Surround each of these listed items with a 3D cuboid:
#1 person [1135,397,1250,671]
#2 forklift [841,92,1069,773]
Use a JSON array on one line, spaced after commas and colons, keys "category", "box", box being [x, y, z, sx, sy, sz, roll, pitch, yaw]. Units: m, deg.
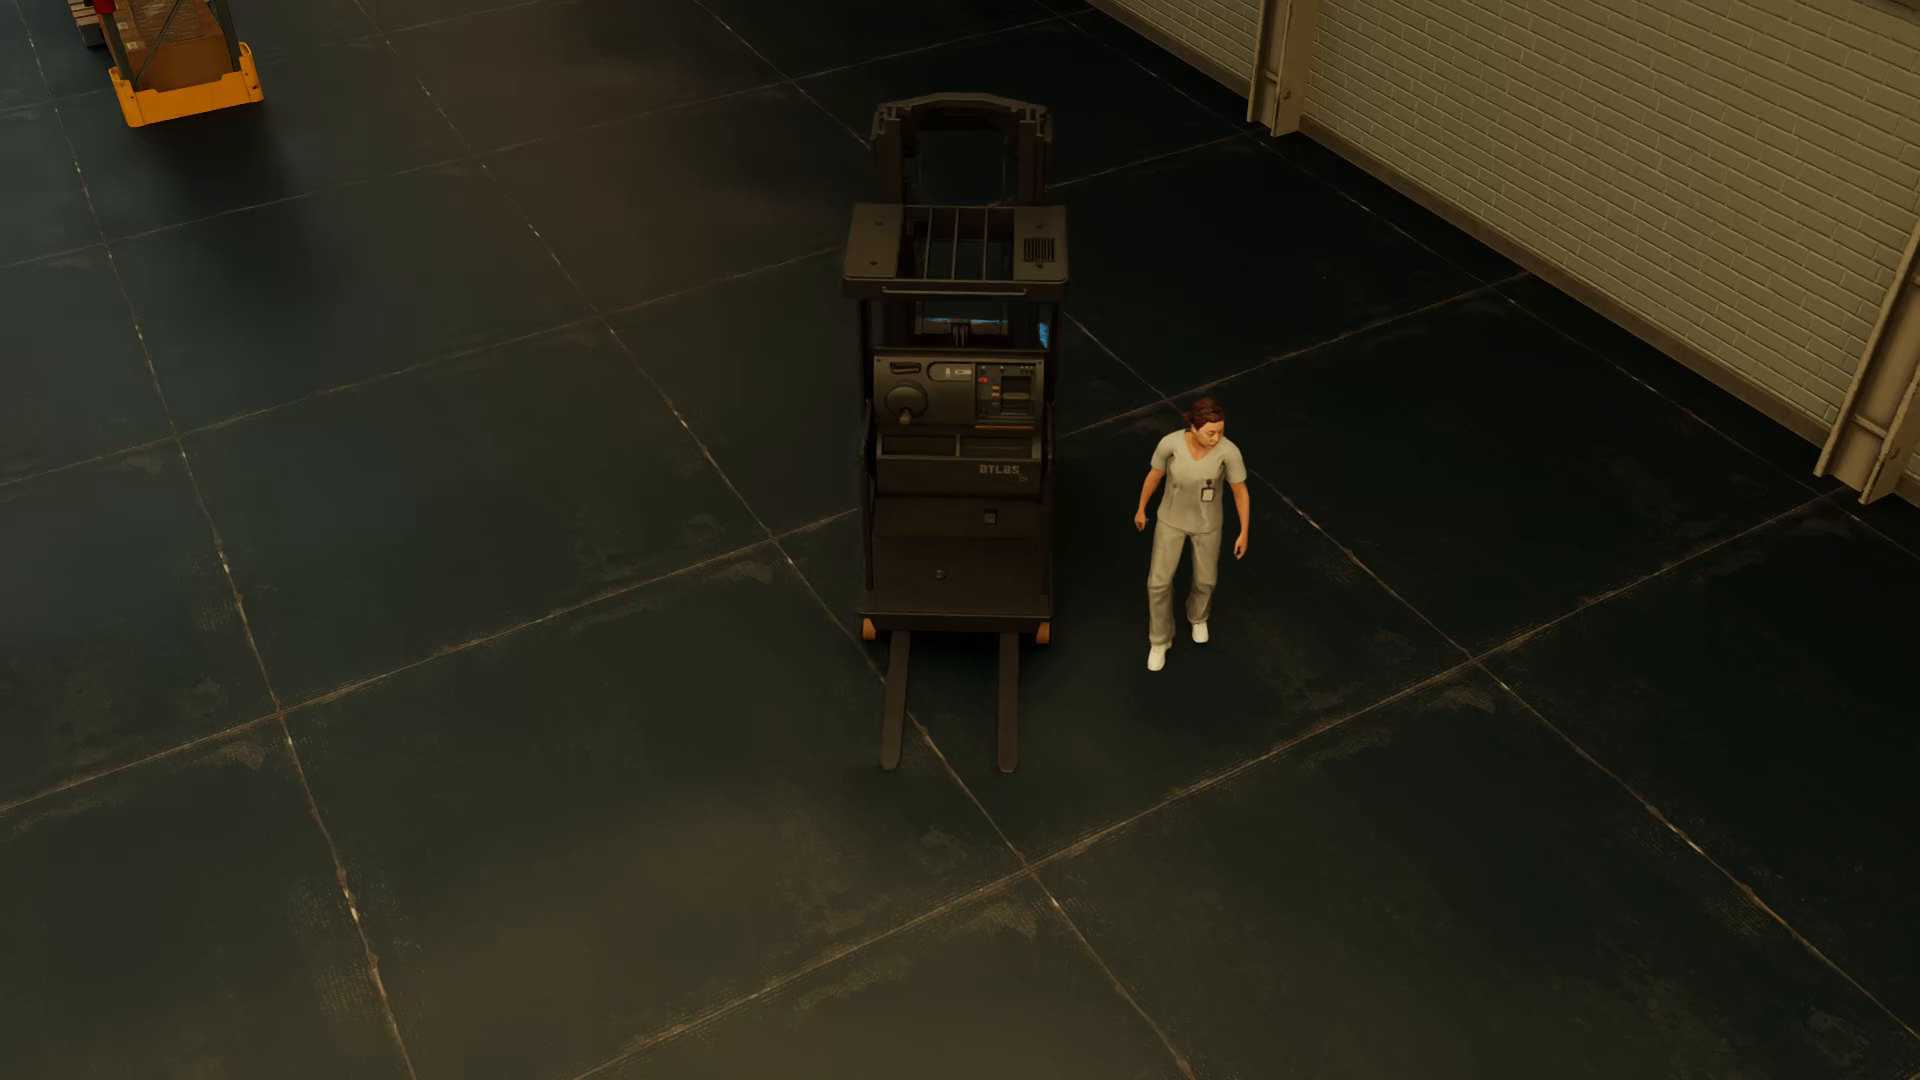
[{"category": "person", "box": [1.262, -0.047, 9.096, 0.629, 1.653, 0.573, 7, 40, 8]}, {"category": "forklift", "box": [-0.011, -0.737, 8.924, 1.130, 2.935, 3.031, 1, 40, 1]}]
